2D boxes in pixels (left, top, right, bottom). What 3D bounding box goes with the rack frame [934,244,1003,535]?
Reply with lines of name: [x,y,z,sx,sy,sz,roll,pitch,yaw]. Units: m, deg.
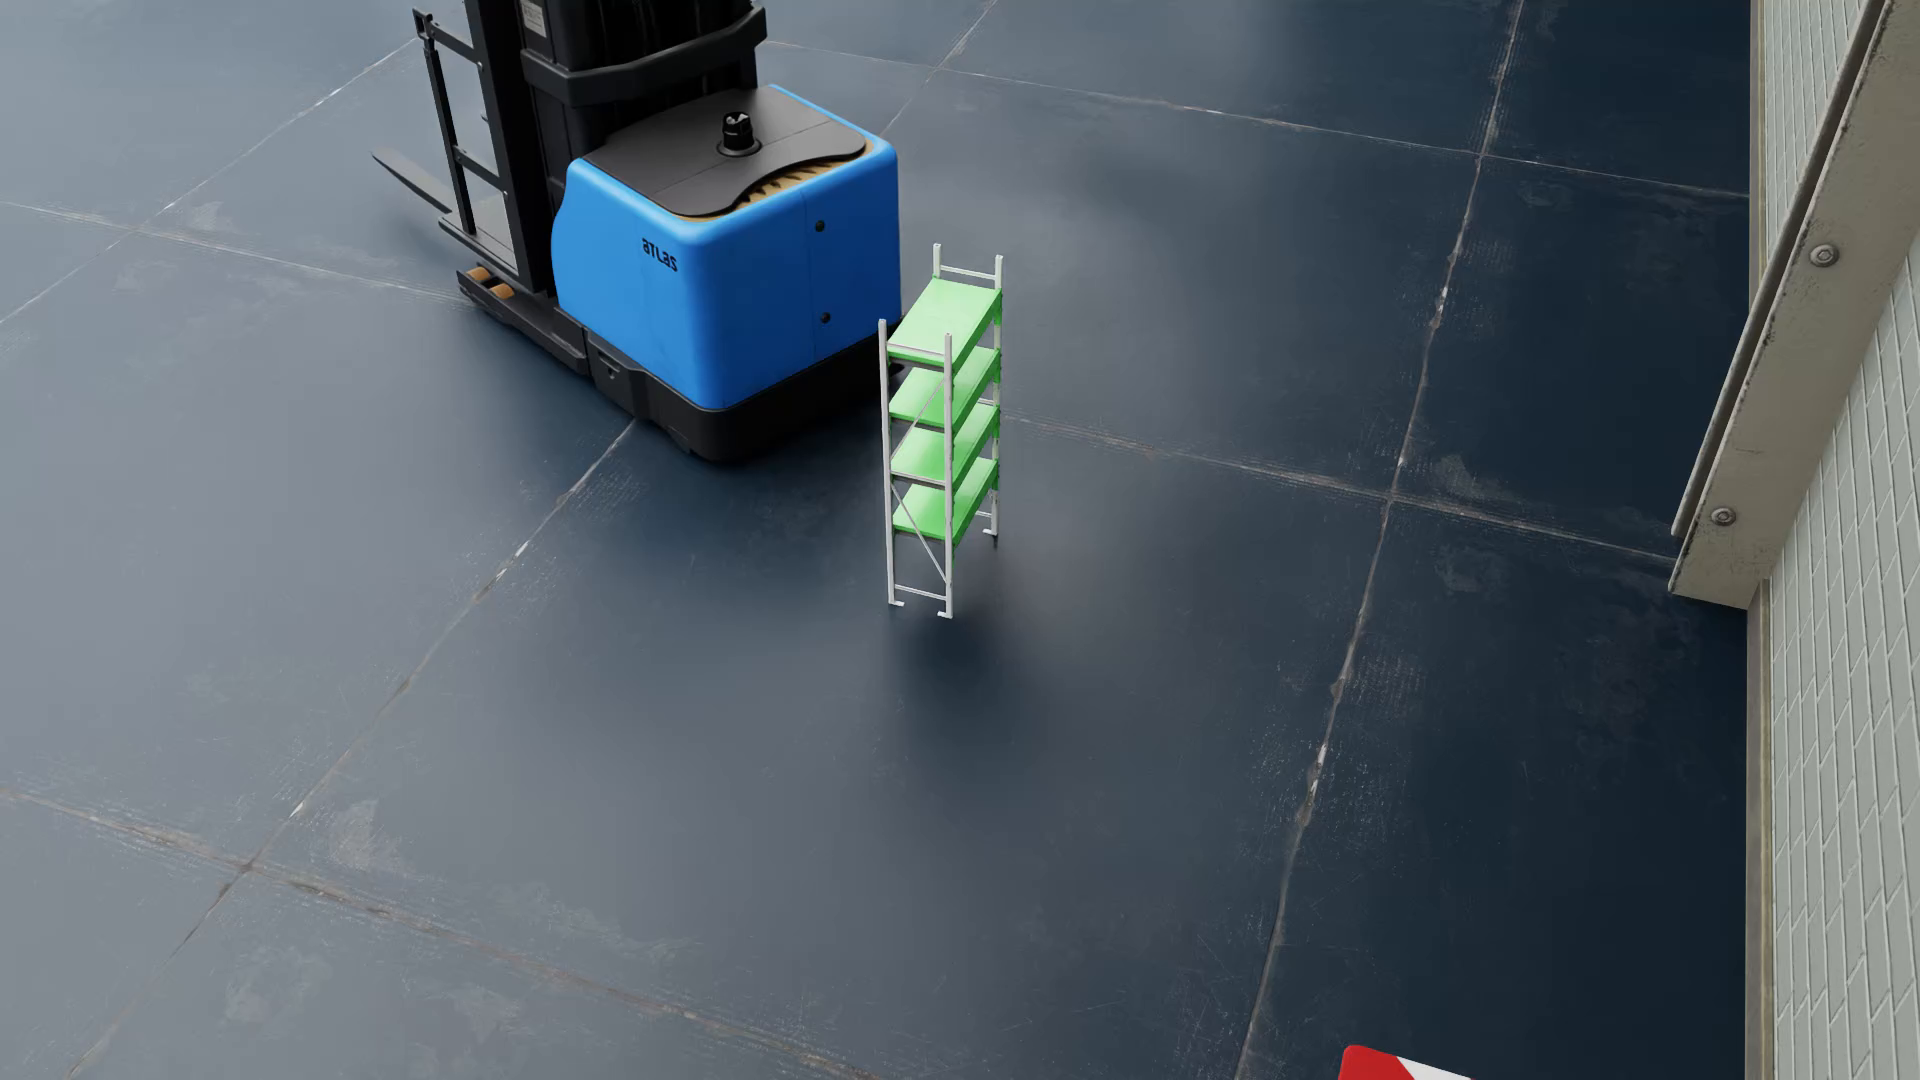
rack frame: [0.027,-0.504,5.917,0.240,1.200,0.015,13,42,15]

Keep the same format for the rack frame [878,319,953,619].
rack frame: [-0.140,-0.207,5.568,0.240,1.200,0.015,13,42,15]

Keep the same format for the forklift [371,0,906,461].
forklift: [-1.603,-2.287,6.672,1.130,2.935,3.031,-32,50,-32]

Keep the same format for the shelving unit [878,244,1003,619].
shelving unit: [-0.057,-0.355,5.742,0.258,1.200,0.503,13,42,15]

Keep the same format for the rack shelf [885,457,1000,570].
rack shelf: [-0.057,-0.124,5.939,0.258,0.148,0.480,13,42,15]

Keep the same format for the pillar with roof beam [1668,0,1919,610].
pillar with roof beam: [-1.266,-4.276,4.329,9.100,9.000,0.400,13,42,15]

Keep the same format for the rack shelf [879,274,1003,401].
rack shelf: [-0.057,-0.672,5.472,0.258,0.148,0.480,13,42,15]

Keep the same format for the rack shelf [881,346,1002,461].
rack shelf: [-0.057,-0.489,5.628,0.258,0.148,0.480,13,42,15]

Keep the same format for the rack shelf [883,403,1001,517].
rack shelf: [-0.057,-0.307,5.784,0.258,0.148,0.480,13,42,15]
